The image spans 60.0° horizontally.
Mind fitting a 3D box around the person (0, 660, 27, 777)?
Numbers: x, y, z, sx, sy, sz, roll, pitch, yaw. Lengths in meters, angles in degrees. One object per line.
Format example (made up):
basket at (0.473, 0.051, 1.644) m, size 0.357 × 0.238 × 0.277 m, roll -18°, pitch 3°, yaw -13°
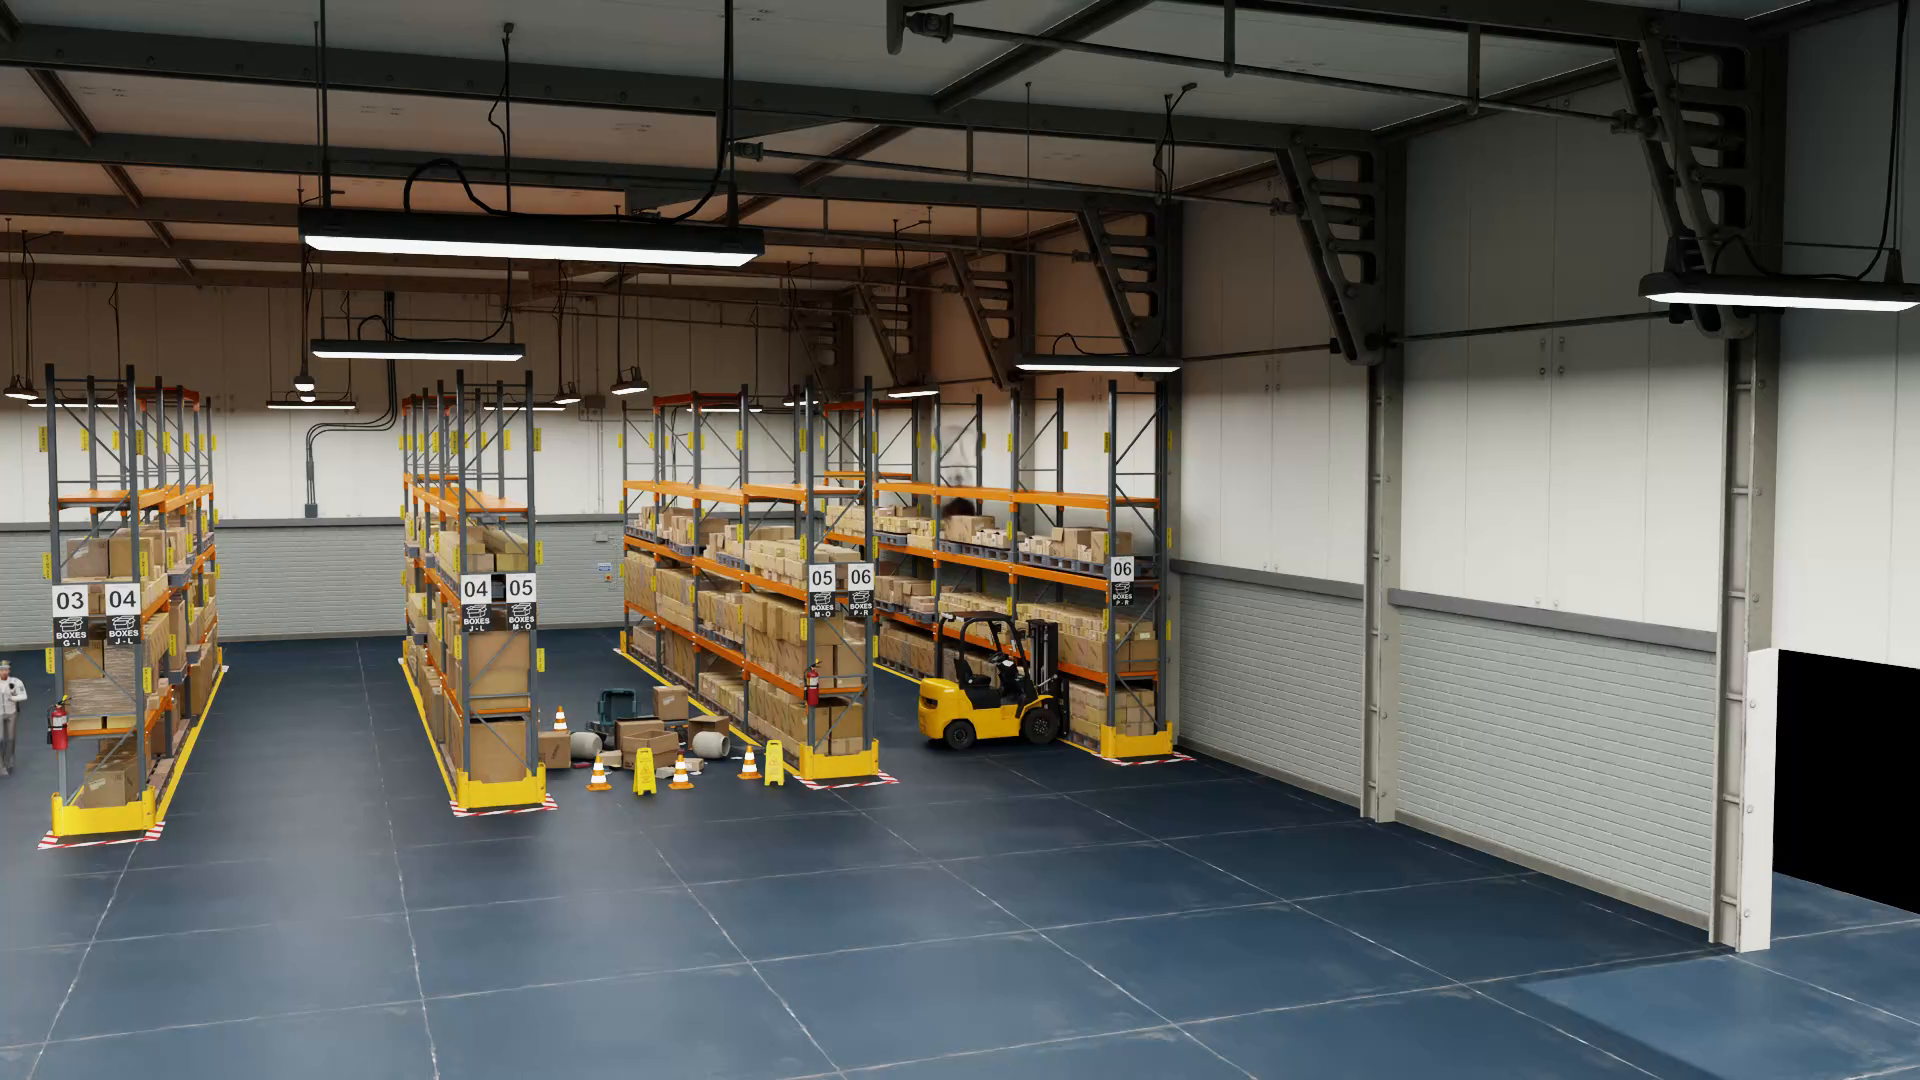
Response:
person at (-14.471, 2.673, 25.209) m, size 0.582 × 1.736 × 0.834 m, roll -2°, pitch 4°, yaw -31°
